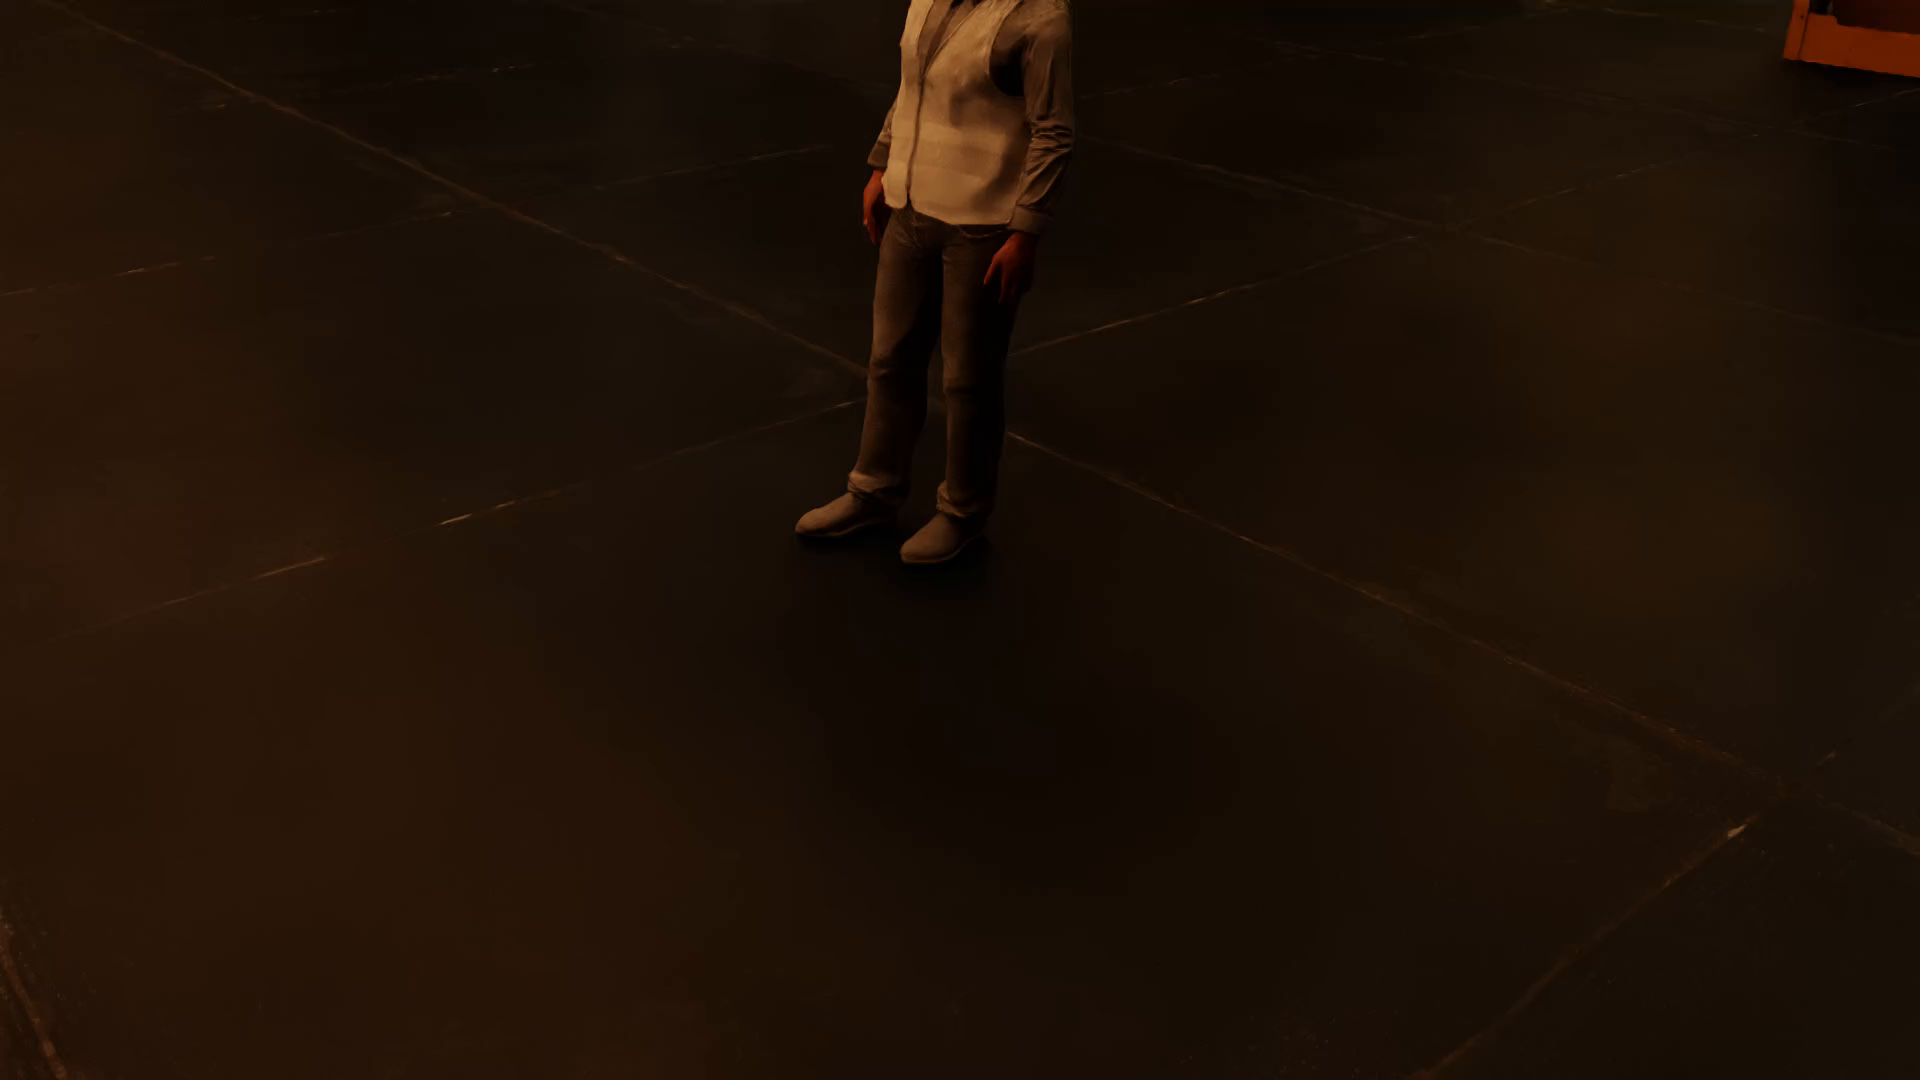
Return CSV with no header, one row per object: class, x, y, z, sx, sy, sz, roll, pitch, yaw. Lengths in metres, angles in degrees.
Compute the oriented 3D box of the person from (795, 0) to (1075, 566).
person,-0.053,-0.784,4.074,0.567,1.768,0.632,-20,33,-35
